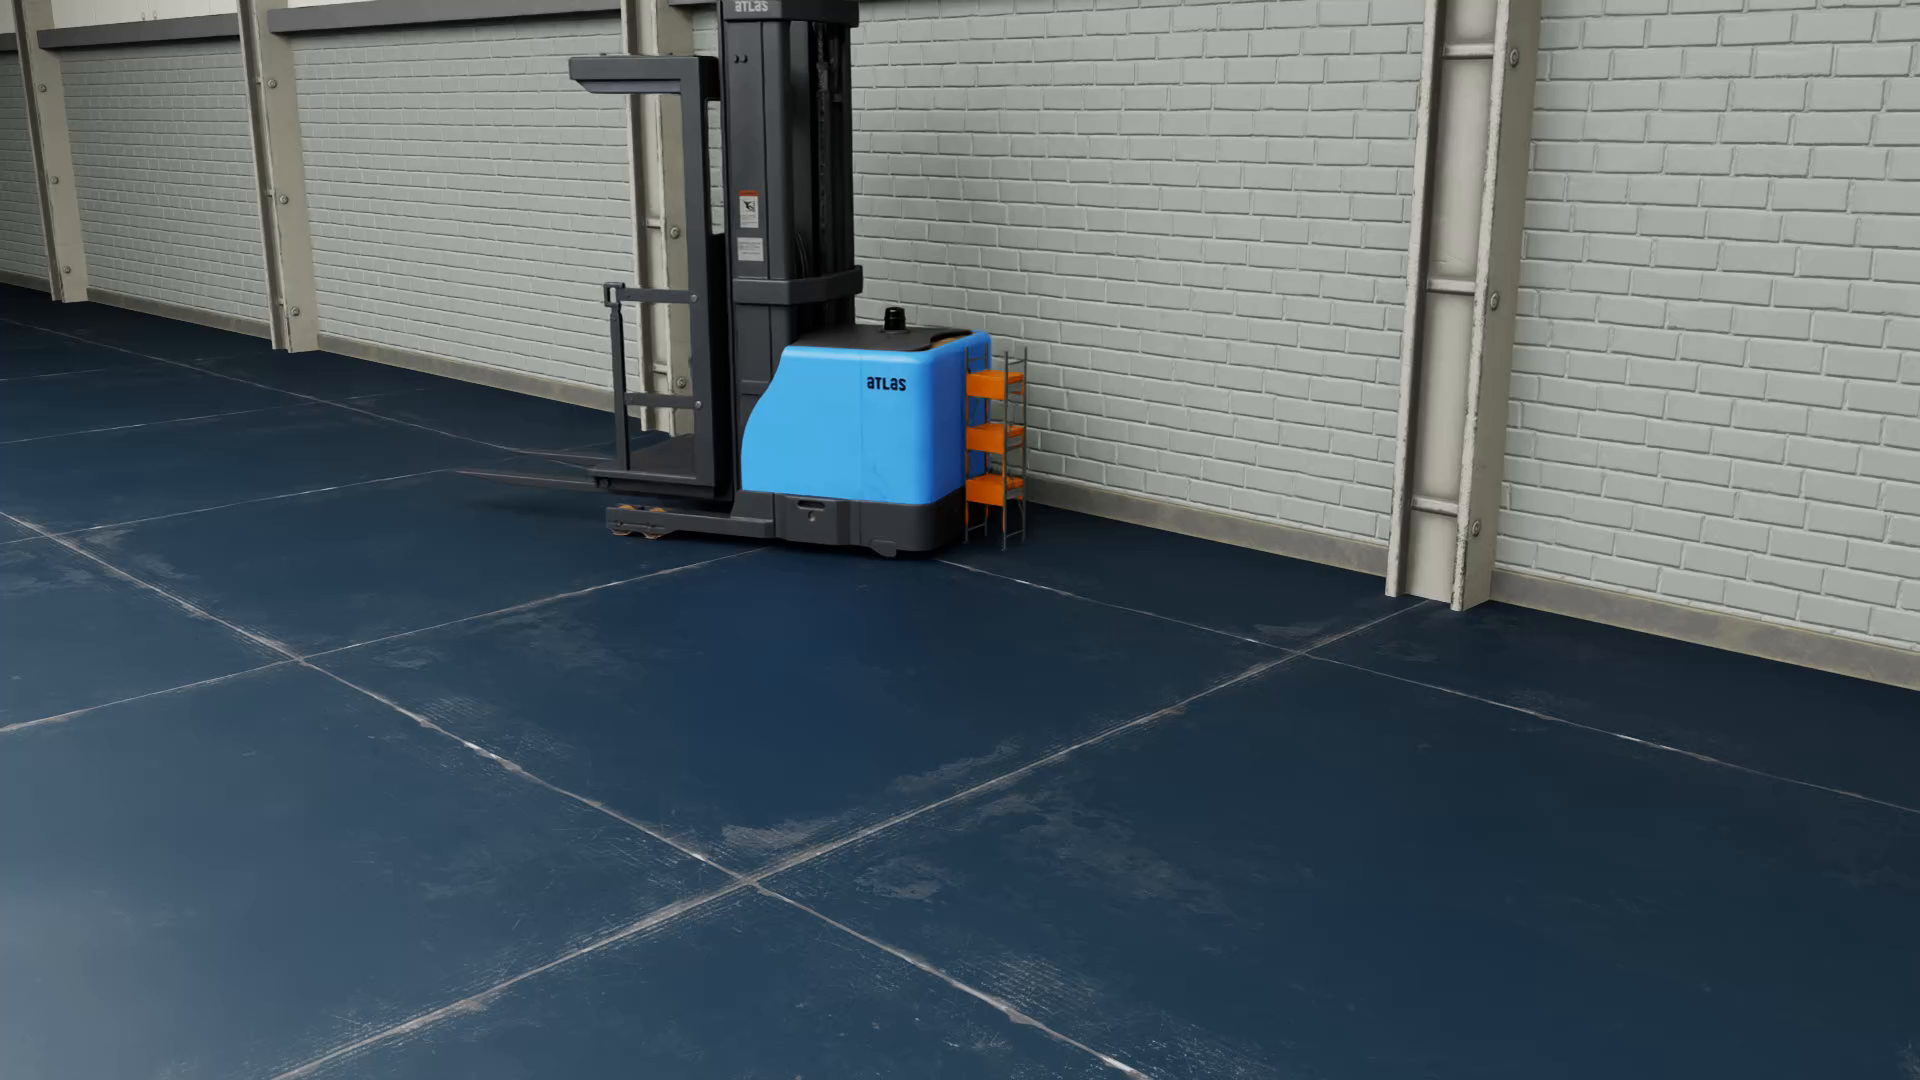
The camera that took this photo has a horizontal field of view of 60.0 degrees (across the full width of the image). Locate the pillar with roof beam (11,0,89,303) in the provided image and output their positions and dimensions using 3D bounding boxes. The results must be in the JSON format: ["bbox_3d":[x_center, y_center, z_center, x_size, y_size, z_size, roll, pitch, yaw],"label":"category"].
[{"bbox_3d":[-13.672,-6.456,15.862,0.400,9.000,9.100,14,20,42],"label":"pillar with roof beam"}]

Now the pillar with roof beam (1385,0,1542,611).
[{"bbox_3d":[-0.714,-3.306,3.772,0.400,9.000,9.100,14,20,42],"label":"pillar with roof beam"}]

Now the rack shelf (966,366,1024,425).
[{"bbox_3d":[0.188,-0.755,8.663,0.240,0.259,0.215,10,18,34],"label":"rack shelf"}]

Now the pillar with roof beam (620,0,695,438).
[{"bbox_3d":[-5.033,-4.356,7.802,0.400,9.000,9.100,14,20,42],"label":"pillar with roof beam"}]

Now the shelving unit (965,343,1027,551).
[{"bbox_3d":[0.188,-0.490,8.732,0.252,1.050,0.215,10,18,34],"label":"shelving unit"}]

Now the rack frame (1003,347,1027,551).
[{"bbox_3d":[0.287,-0.473,8.664,0.008,1.050,0.200,10,18,34],"label":"rack frame"}]

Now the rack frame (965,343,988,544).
[{"bbox_3d":[0.088,-0.508,8.800,0.008,1.050,0.200,10,18,34],"label":"rack frame"}]

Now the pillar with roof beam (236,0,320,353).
[{"bbox_3d":[-9.353,-5.406,11.832,0.400,9.000,9.100,14,20,42],"label":"pillar with roof beam"}]

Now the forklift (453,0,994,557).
[{"bbox_3d":[-1.386,-1.541,9.031,3.031,2.935,1.130,5,16,20],"label":"forklift"}]

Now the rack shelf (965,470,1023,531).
[{"bbox_3d":[0.188,-0.211,8.805,0.240,0.259,0.215,10,18,34],"label":"rack shelf"}]

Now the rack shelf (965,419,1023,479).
[{"bbox_3d":[0.188,-0.480,8.735,0.240,0.259,0.215,10,18,34],"label":"rack shelf"}]
